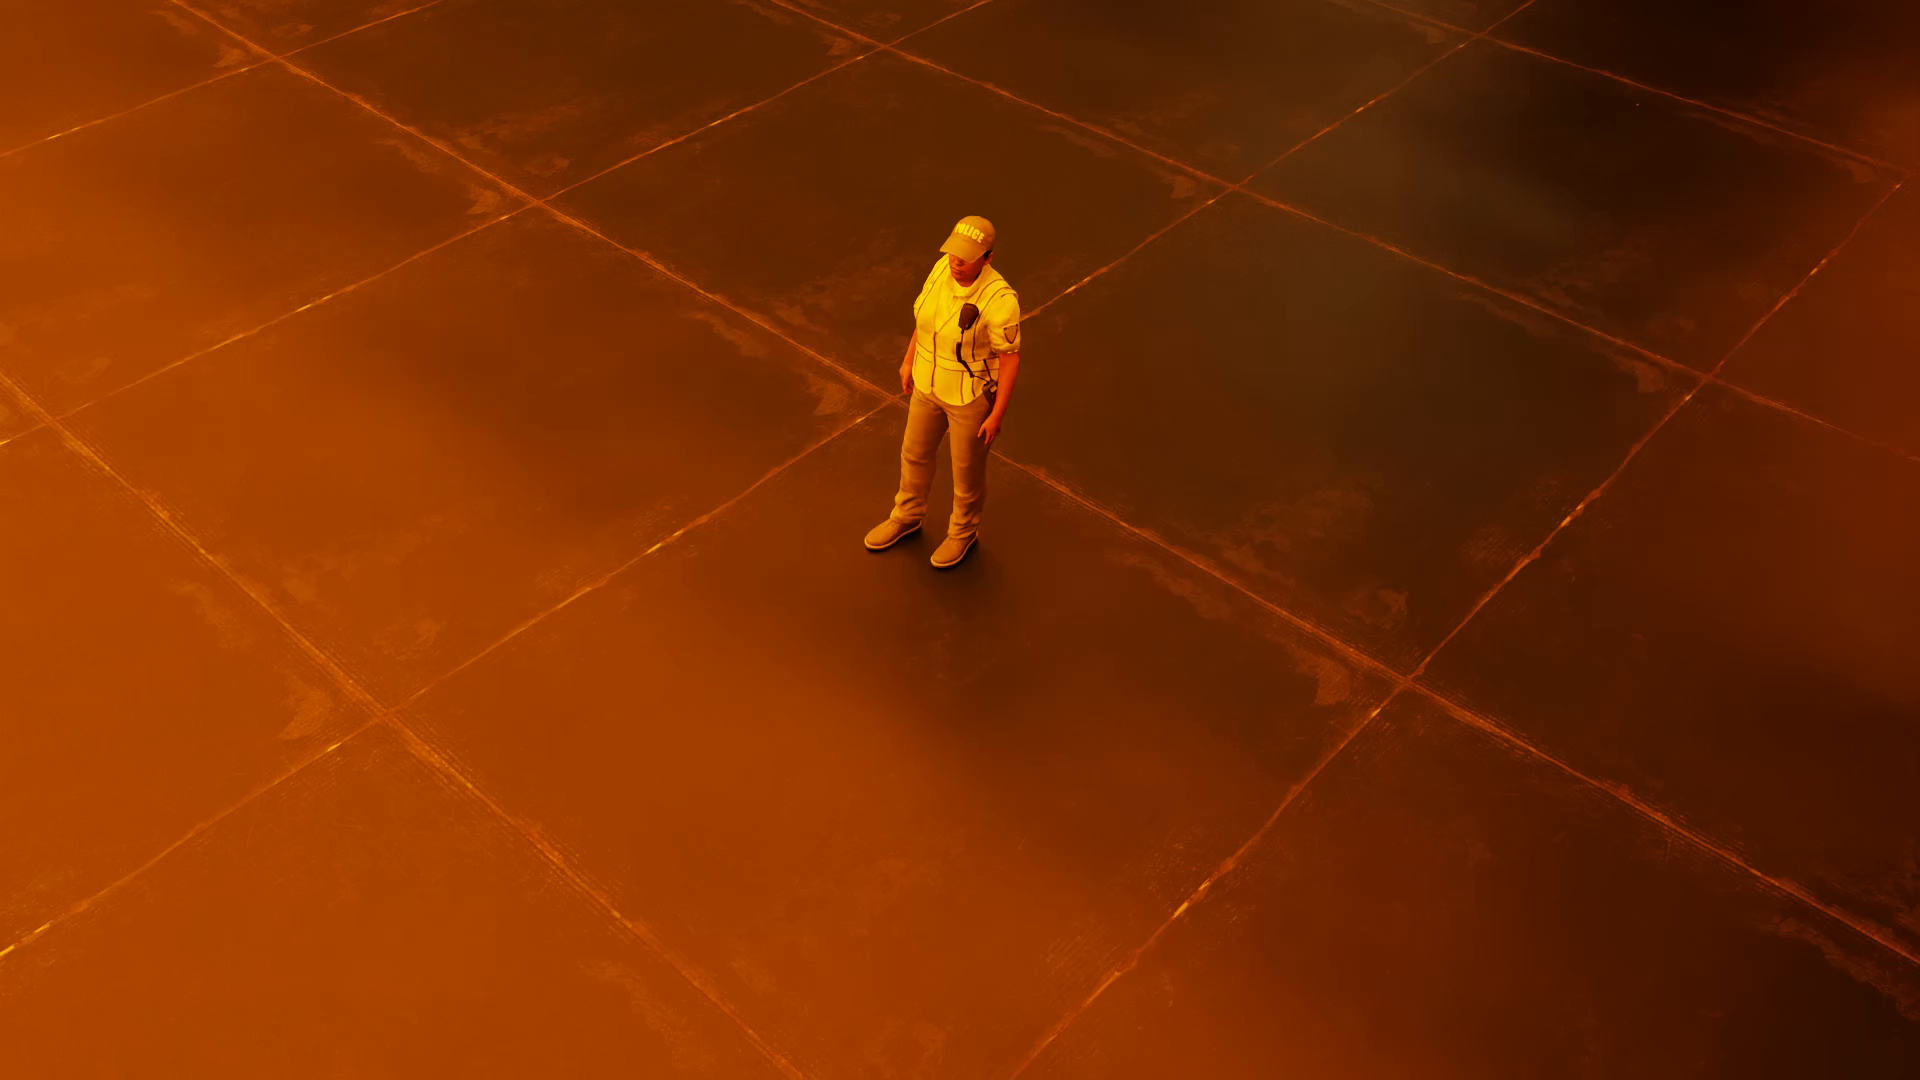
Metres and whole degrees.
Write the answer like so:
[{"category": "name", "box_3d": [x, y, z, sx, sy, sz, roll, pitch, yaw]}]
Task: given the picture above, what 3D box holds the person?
[{"category": "person", "box_3d": [-0.069, -0.611, 7.101, 0.598, 1.670, 0.529, 31, 49, 31]}]
